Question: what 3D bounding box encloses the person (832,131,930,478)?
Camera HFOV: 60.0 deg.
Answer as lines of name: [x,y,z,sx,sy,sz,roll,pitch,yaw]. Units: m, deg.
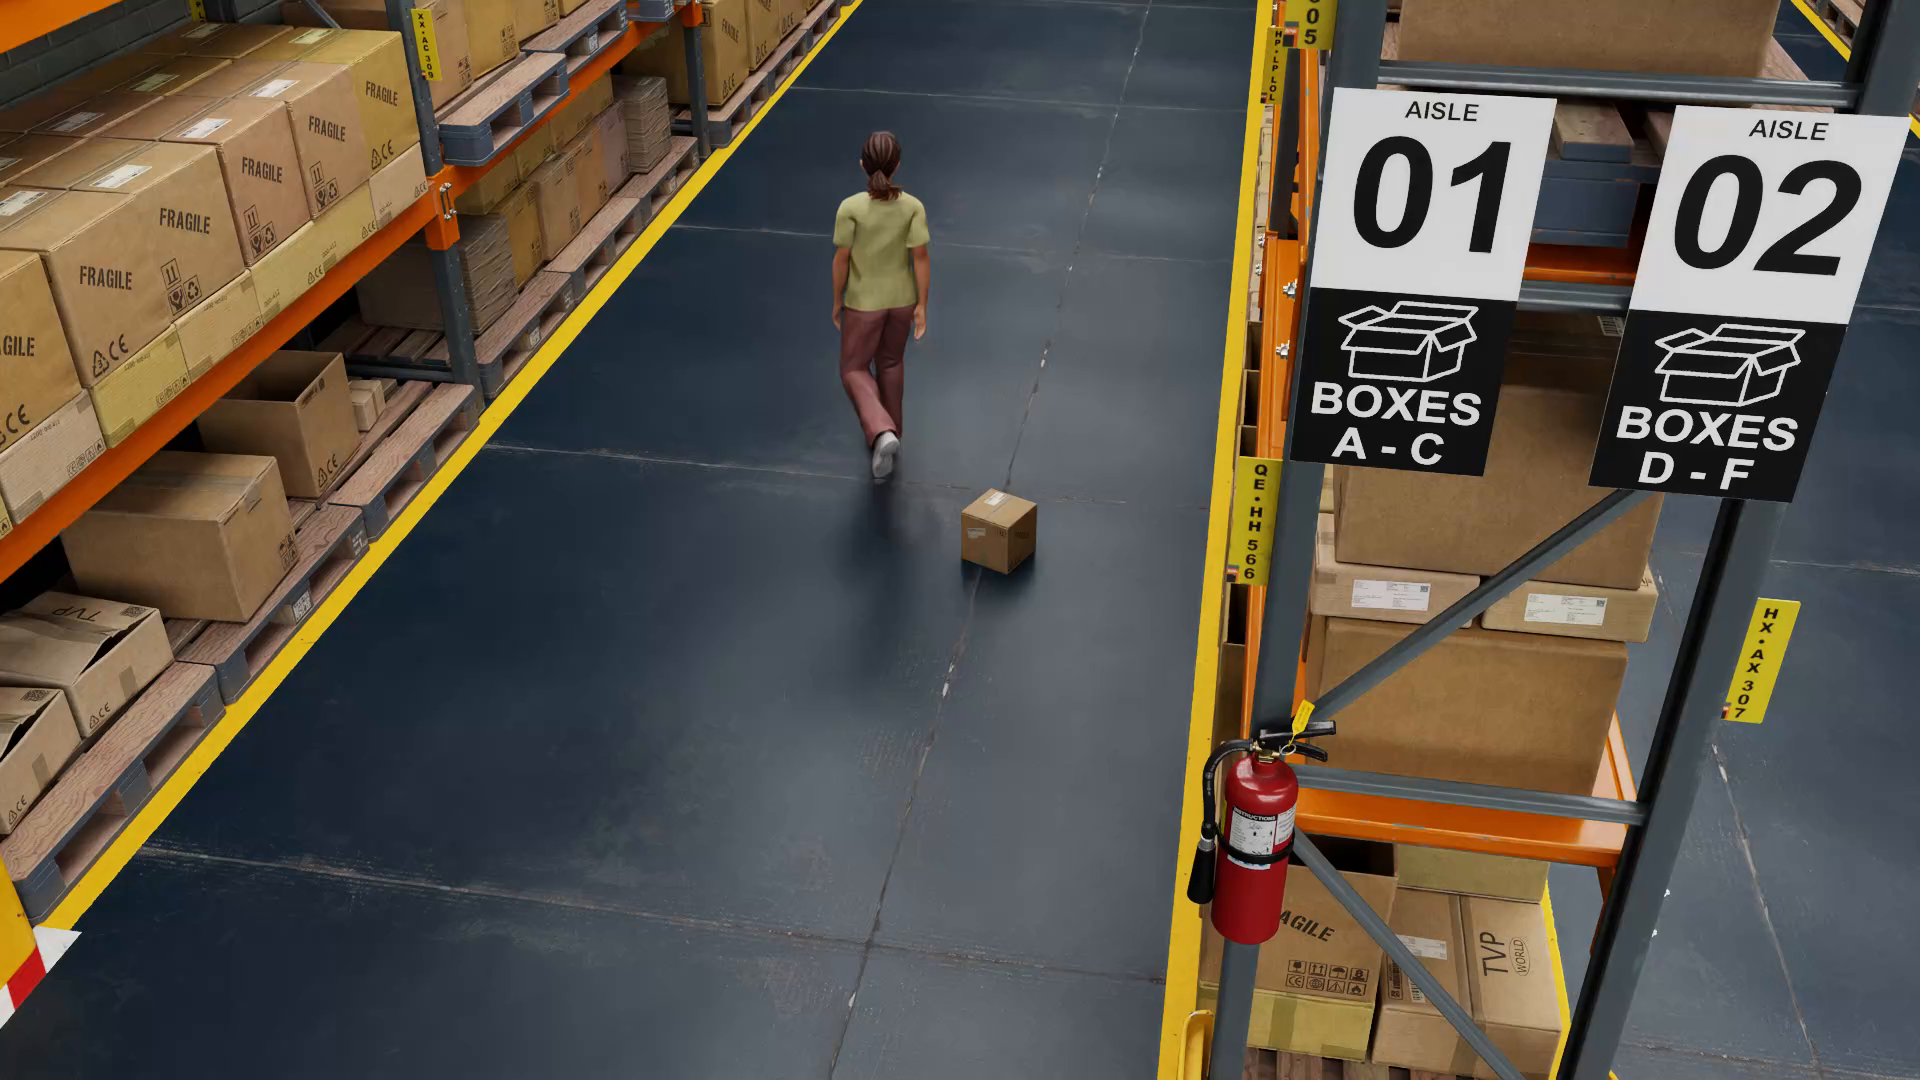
person: [-0.359,-1.091,7.819,0.451,1.646,0.749,-10,34,-15]
